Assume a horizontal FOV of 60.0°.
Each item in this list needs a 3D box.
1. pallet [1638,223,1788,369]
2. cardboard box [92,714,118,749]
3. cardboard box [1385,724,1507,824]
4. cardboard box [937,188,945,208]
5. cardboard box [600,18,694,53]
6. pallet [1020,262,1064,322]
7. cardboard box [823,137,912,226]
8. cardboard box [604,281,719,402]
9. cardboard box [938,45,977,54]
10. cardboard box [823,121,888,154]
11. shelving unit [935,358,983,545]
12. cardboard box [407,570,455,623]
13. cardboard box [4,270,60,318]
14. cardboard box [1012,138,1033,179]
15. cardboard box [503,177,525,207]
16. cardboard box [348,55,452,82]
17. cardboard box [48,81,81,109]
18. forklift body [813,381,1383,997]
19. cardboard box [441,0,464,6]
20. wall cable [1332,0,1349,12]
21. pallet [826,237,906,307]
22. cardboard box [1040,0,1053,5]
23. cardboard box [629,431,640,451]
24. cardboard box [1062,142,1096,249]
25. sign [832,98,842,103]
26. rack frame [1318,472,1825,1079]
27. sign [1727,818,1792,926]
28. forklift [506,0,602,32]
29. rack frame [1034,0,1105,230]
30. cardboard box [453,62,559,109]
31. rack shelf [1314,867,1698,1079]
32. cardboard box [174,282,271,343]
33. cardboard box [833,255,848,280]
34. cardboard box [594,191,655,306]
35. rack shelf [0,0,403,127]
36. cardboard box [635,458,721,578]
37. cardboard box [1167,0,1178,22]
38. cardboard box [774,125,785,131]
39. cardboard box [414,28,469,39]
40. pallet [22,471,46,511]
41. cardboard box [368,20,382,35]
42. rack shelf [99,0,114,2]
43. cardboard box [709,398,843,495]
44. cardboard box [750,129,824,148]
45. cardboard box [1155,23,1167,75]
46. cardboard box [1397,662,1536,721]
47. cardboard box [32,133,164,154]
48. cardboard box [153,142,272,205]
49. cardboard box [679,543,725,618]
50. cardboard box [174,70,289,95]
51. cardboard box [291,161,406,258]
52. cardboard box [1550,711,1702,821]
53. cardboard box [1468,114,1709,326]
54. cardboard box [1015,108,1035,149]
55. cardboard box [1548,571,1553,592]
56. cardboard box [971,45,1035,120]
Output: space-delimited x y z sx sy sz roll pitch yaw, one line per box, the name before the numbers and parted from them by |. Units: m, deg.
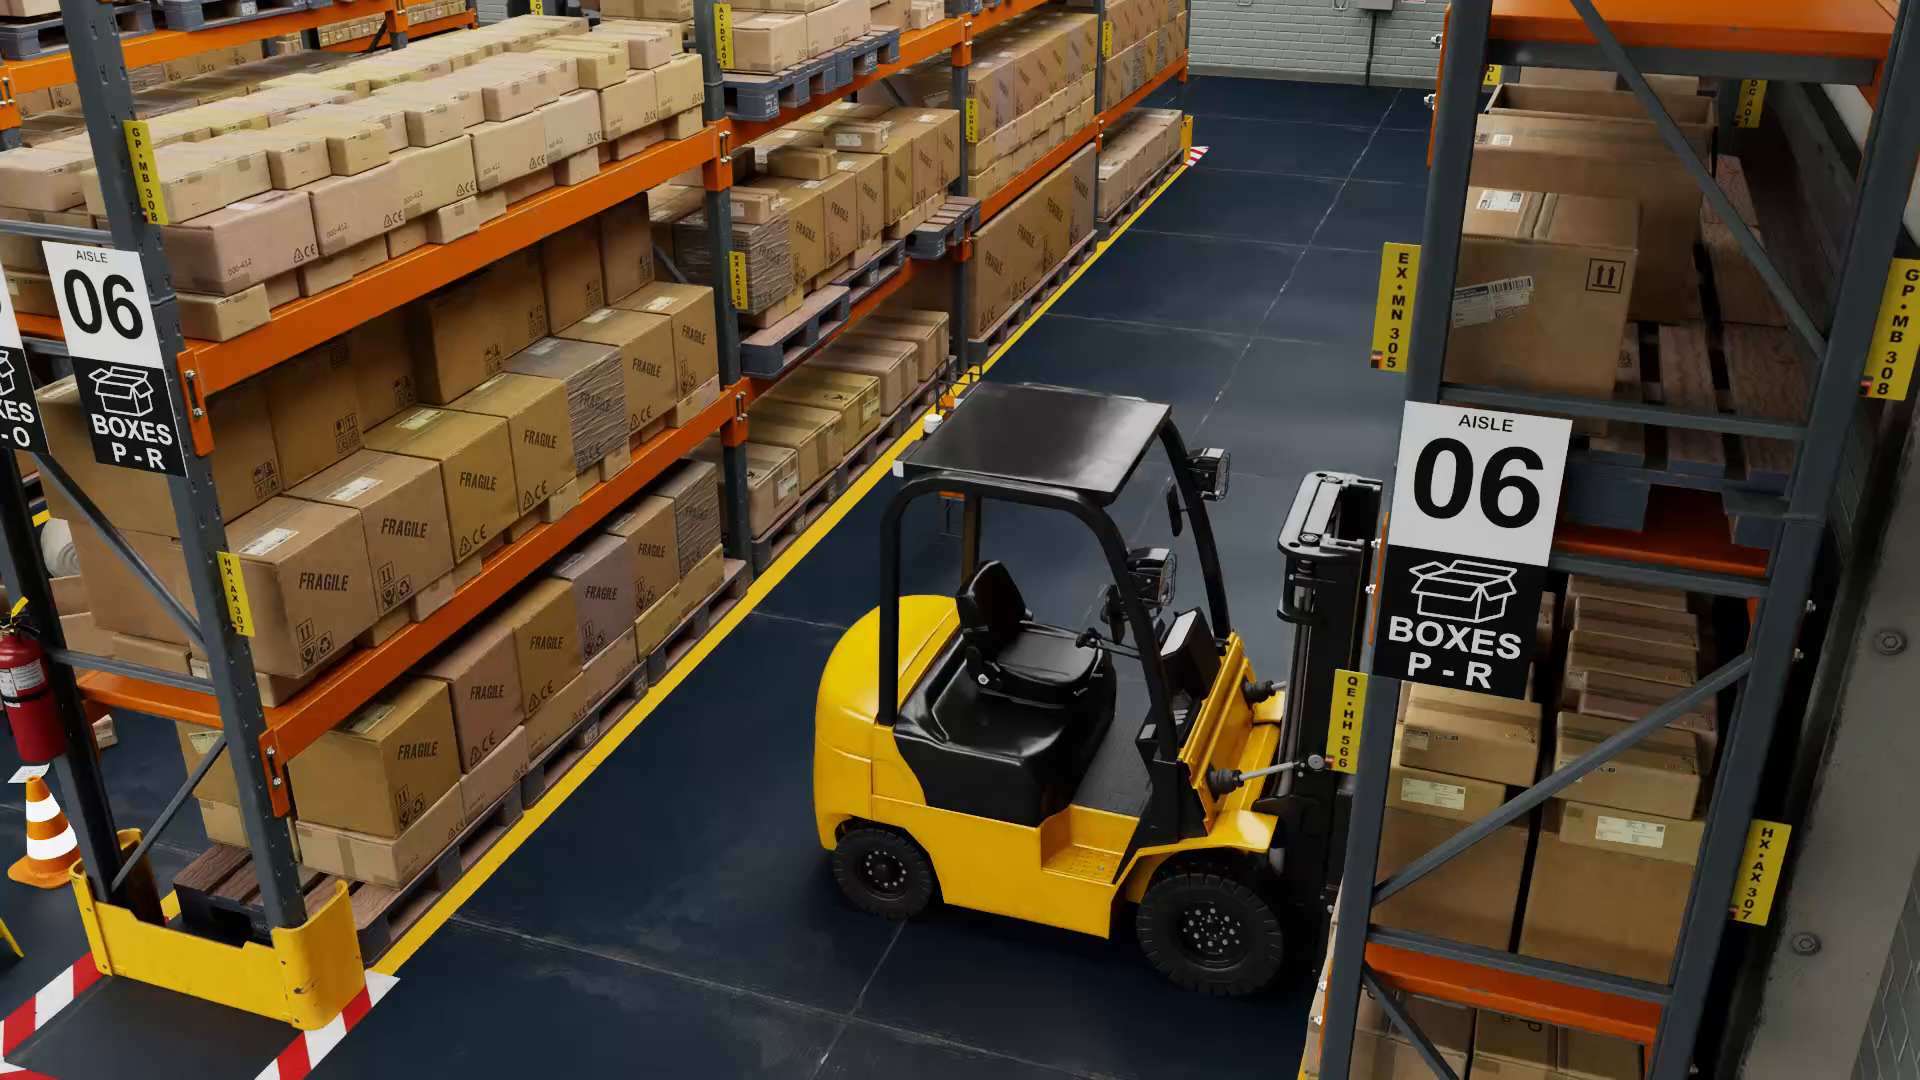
pallet | 2.257 -0.877 5.779 1.003 0.211 1.213 9 27 17
cardboard box | -4.558 0.956 8.604 0.250 0.149 0.380 -20 33 -36
cardboard box | 1.444 0.703 4.997 0.380 0.149 0.250 9 27 18
cardboard box | -0.335 -2.569 12.421 0.380 0.149 0.250 9 27 18
cardboard box | -1.701 -2.872 9.487 0.500 0.250 0.500 8 27 16
pallet | 0.314 -2.341 15.342 1.003 0.211 1.213 9 27 17
cardboard box | -0.645 -2.502 11.538 0.500 0.500 0.500 7 27 14
cardboard box | -1.672 -1.099 9.122 0.500 0.500 0.500 8 27 16
cardboard box | -0.167 -3.944 14.191 0.500 0.500 0.500 9 27 17
cardboard box | -0.706 -2.730 11.263 0.380 0.149 0.250 7 27 15
shelving unit | -0.005 -0.534 10.476 0.258 1.200 0.189 9 27 17
cardboard box | -2.418 0.207 7.168 0.380 0.149 0.250 9 27 18
cardboard box | -3.234 -0.920 6.053 0.380 0.149 0.250 9 27 18
cardboard box | 0.307 -3.308 14.313 0.500 0.250 0.500 10 27 19
cardboard box | -2.180 -1.581 7.419 0.380 0.149 0.250 8 27 17
cardboard box | -2.553 -2.110 7.597 0.380 0.149 0.250 8 27 17
cardboard box | -9.185 -4.638 16.772 0.500 0.500 0.500 8 27 16
forklift body | 0.503 0.561 7.123 2.313 2.155 1.214 9 27 17
cardboard box | -7.021 -7.336 22.291 0.500 0.250 0.500 8 27 17
wall cable | 5.431 -8.648 24.002 0.588 1.984 0.122 9 27 17
pallet | -1.047 -1.877 11.405 1.003 0.211 1.213 9 27 17
cardboard box | 0.706 -5.386 16.426 0.380 0.149 0.250 8 27 16
cardboard box | -1.911 -0.550 8.733 0.380 0.149 0.250 8 27 17
cardboard box | 0.773 -3.393 16.272 0.875 0.875 0.875 10 27 19
sign | -0.952 -3.383 12.967 0.100 0.325 0.005 9 27 17
rack frame | 1.593 1.223 4.782 1.000 3.000 0.127 9 27 17
sign | 2.114 0.881 4.405 0.100 0.325 0.005 9 27 17
forklift | -3.349 -2.467 12.481 3.031 2.935 1.130 -22 33 -38
rack frame | 0.904 -4.427 16.451 1.000 3.000 0.127 9 27 17
cardboard box | -2.026 -2.030 7.432 0.380 0.149 0.250 9 27 18
rack shelf | 2.258 0.725 6.636 1.077 0.370 4.000 9 27 17
cardboard box | -2.673 -0.822 5.851 0.380 0.149 0.250 9 27 17
cardboard box | -0.954 -1.826 10.886 0.380 0.149 0.250 9 27 18
cardboard box | -2.109 -1.619 9.048 0.700 0.500 0.500 8 27 17
rack shelf | -5.794 -3.664 12.258 1.077 0.370 4.000 9 27 17
cardboard box | -1.702 -0.146 9.422 0.500 0.500 0.500 8 27 17
cardboard box | 2.153 -6.114 18.673 0.500 0.500 0.500 9 27 18
cardboard box | -2.435 -5.286 21.015 0.380 0.149 0.250 10 27 19
cardboard box | -7.248 -6.466 22.618 0.875 0.875 0.875 9 27 17
pallet | -6.787 -0.259 11.043 1.003 0.211 1.213 9 27 17
cardboard box | -7.512 -6.465 20.949 0.380 0.149 0.250 8 27 16
rack shelf | -2.424 -2.692 6.813 1.077 0.370 4.000 9 27 17
cardboard box | -1.350 -0.657 11.199 0.950 0.372 0.625 11 28 21
cardboard box | -1.132 -2.565 11.668 0.500 0.500 0.500 9 27 18
cardboard box | 1.981 -5.462 18.474 0.500 0.500 0.500 10 27 19
cardboard box | 1.566 0.468 5.140 0.380 0.149 0.250 9 27 18
cardboard box | -3.133 -1.374 6.076 0.380 0.149 0.250 9 27 18
cardboard box | -2.710 -1.314 5.952 0.380 0.149 0.250 9 27 17
cardboard box | -1.702 0.191 9.586 0.500 0.250 0.500 10 28 20
cardboard box | -5.623 -3.352 12.969 0.700 0.500 0.500 8 27 17
cardboard box | -2.494 -1.285 6.351 0.500 0.250 0.500 8 27 17
cardboard box | 1.906 0.645 4.775 0.380 0.149 0.250 8 27 16
cardboard box | 1.945 -1.030 5.281 0.700 0.500 0.500 9 27 18
cardboard box | 0.325 -3.528 14.193 0.500 0.250 0.500 9 27 17
cardboard box | 2.699 0.173 6.836 0.500 0.500 0.500 8 27 16
cardboard box | 0.310 -3.861 14.020 0.500 0.500 0.500 10 27 19
